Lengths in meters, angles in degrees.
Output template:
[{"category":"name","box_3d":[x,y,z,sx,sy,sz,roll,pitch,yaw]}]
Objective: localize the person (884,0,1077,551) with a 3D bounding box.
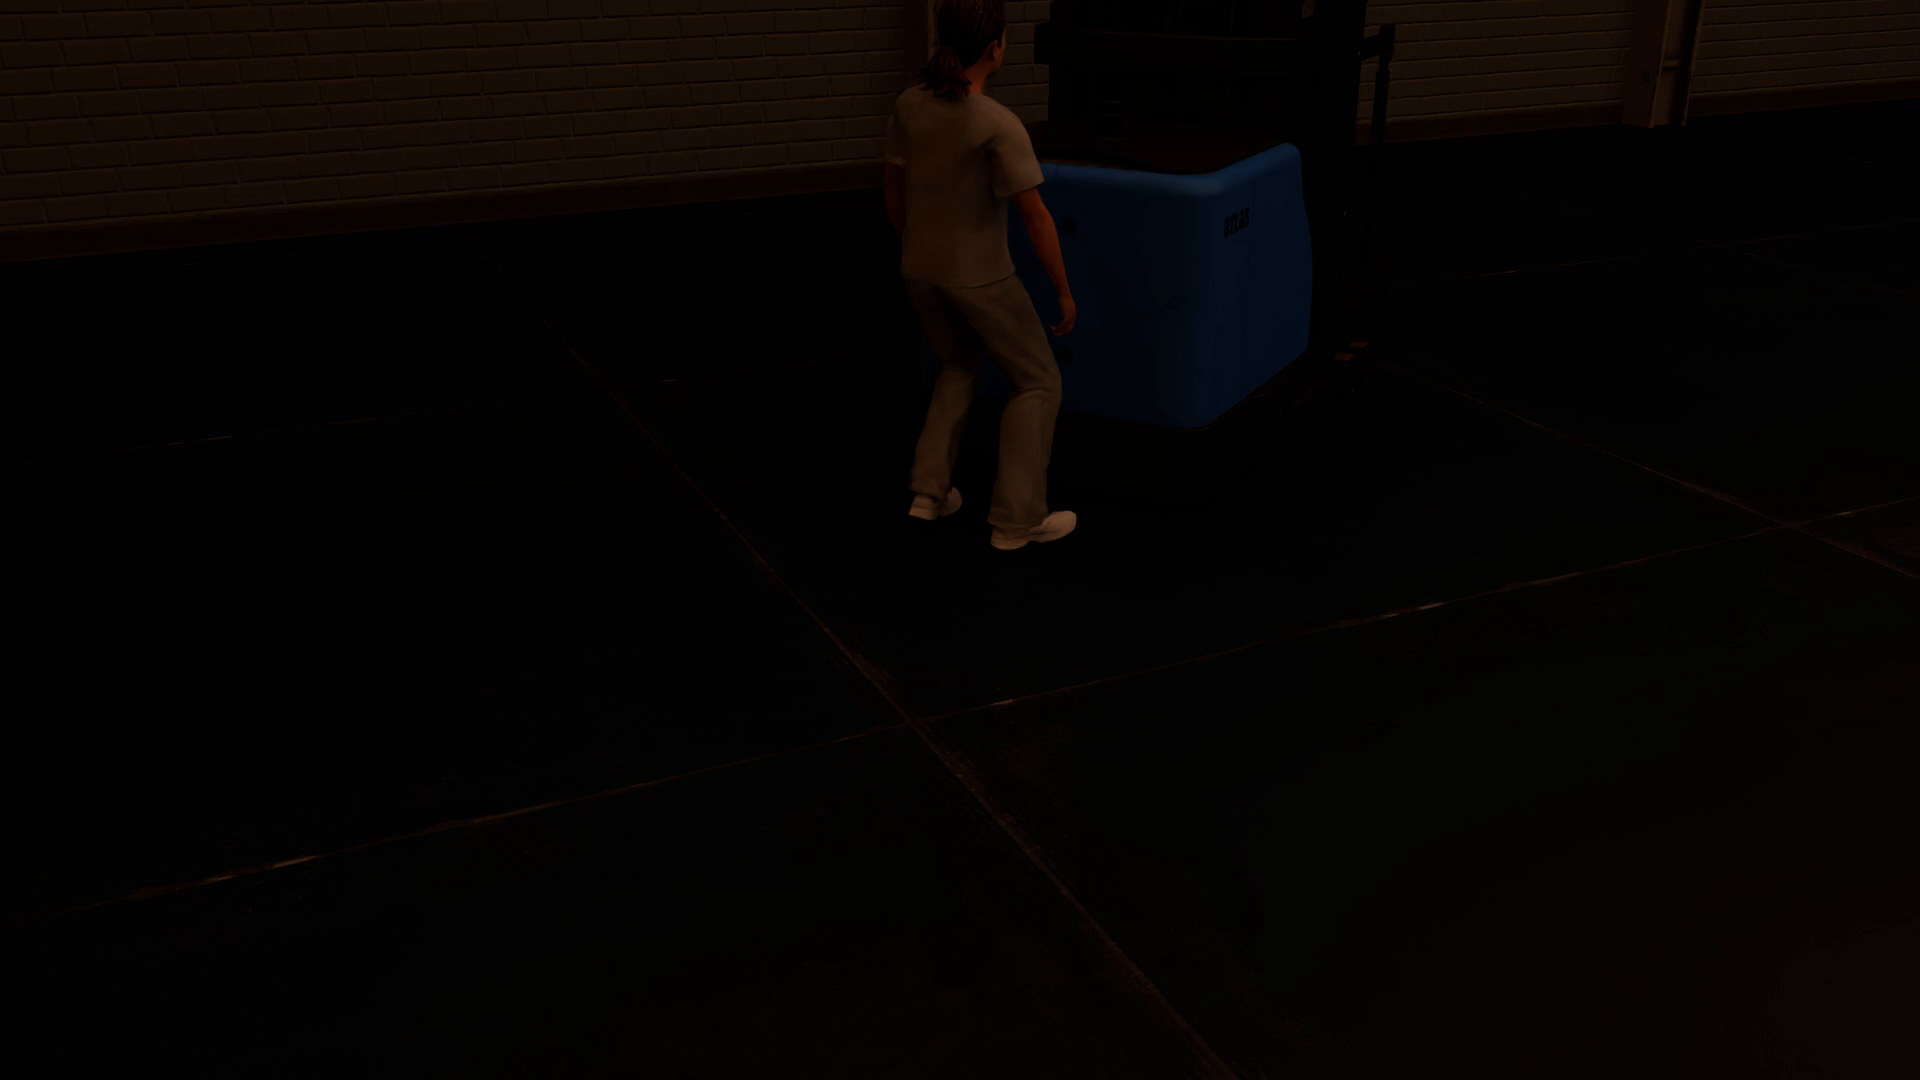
[{"category":"person","box_3d":[0.052,-0.774,4.877,0.648,1.613,0.440,15,27,32]}]

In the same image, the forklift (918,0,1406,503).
[{"category":"forklift","box_3d":[1.013,-1.992,6.080,1.130,2.935,3.031,12,25,27]}]
